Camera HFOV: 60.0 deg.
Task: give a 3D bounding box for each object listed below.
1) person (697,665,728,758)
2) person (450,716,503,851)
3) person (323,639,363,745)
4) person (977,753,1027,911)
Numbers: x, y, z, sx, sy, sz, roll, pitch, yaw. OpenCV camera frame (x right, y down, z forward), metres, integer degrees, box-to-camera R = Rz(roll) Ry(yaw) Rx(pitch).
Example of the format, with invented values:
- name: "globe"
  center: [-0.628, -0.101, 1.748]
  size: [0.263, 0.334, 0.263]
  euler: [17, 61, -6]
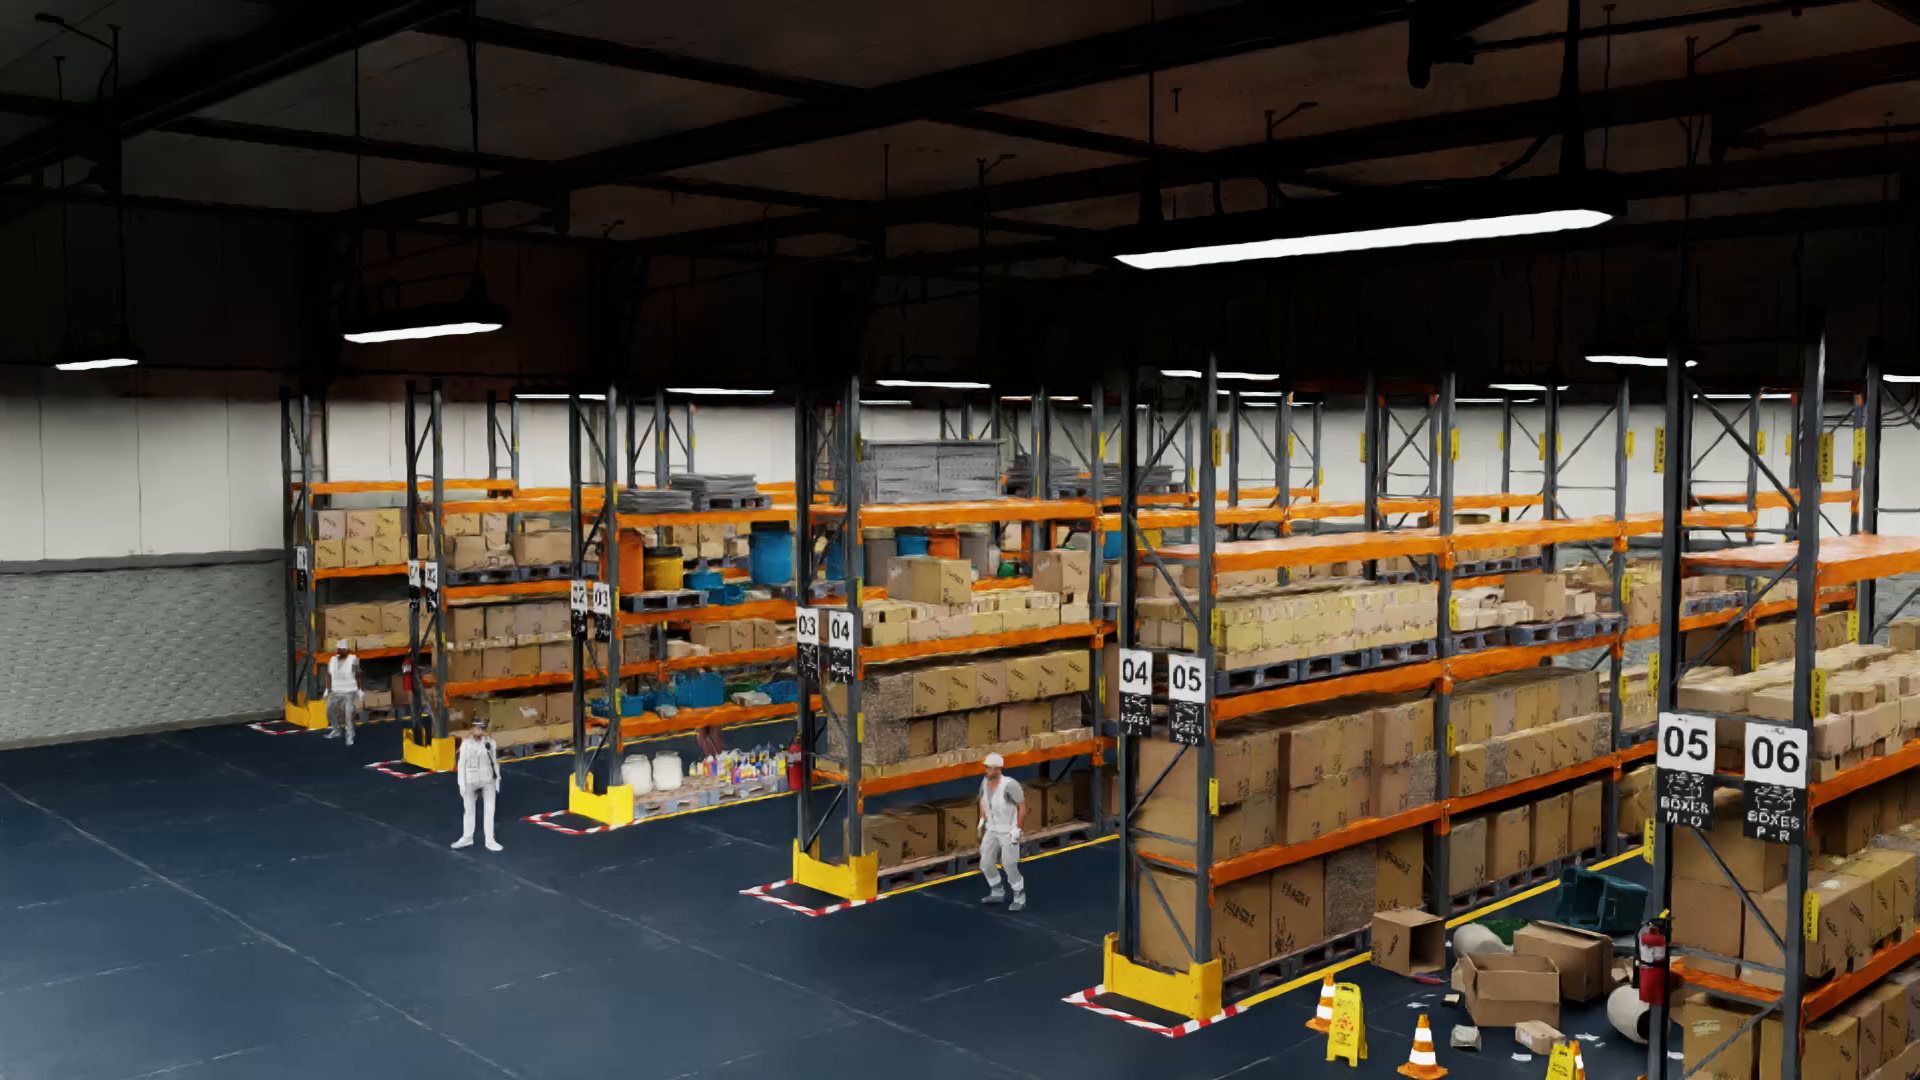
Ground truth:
- name: "person"
  center: [-3.826, 2.721, 25.687]
  size: [0.598, 1.619, 0.507]
  euler: [4, 5, 44]
- name: "person"
  center: [-6.017, 3.010, 20.654]
  size: [0.637, 1.677, 0.429]
  euler: [-1, 4, -14]
- name: "person"
  center: [-10.323, 2.509, 27.696]
  size: [0.741, 1.773, 0.522]
  euler: [0, 4, 5]
- name: "person"
  center: [0.438, 3.150, 18.019]
  size: [0.677, 1.742, 0.552]
  euler: [4, 5, 45]
